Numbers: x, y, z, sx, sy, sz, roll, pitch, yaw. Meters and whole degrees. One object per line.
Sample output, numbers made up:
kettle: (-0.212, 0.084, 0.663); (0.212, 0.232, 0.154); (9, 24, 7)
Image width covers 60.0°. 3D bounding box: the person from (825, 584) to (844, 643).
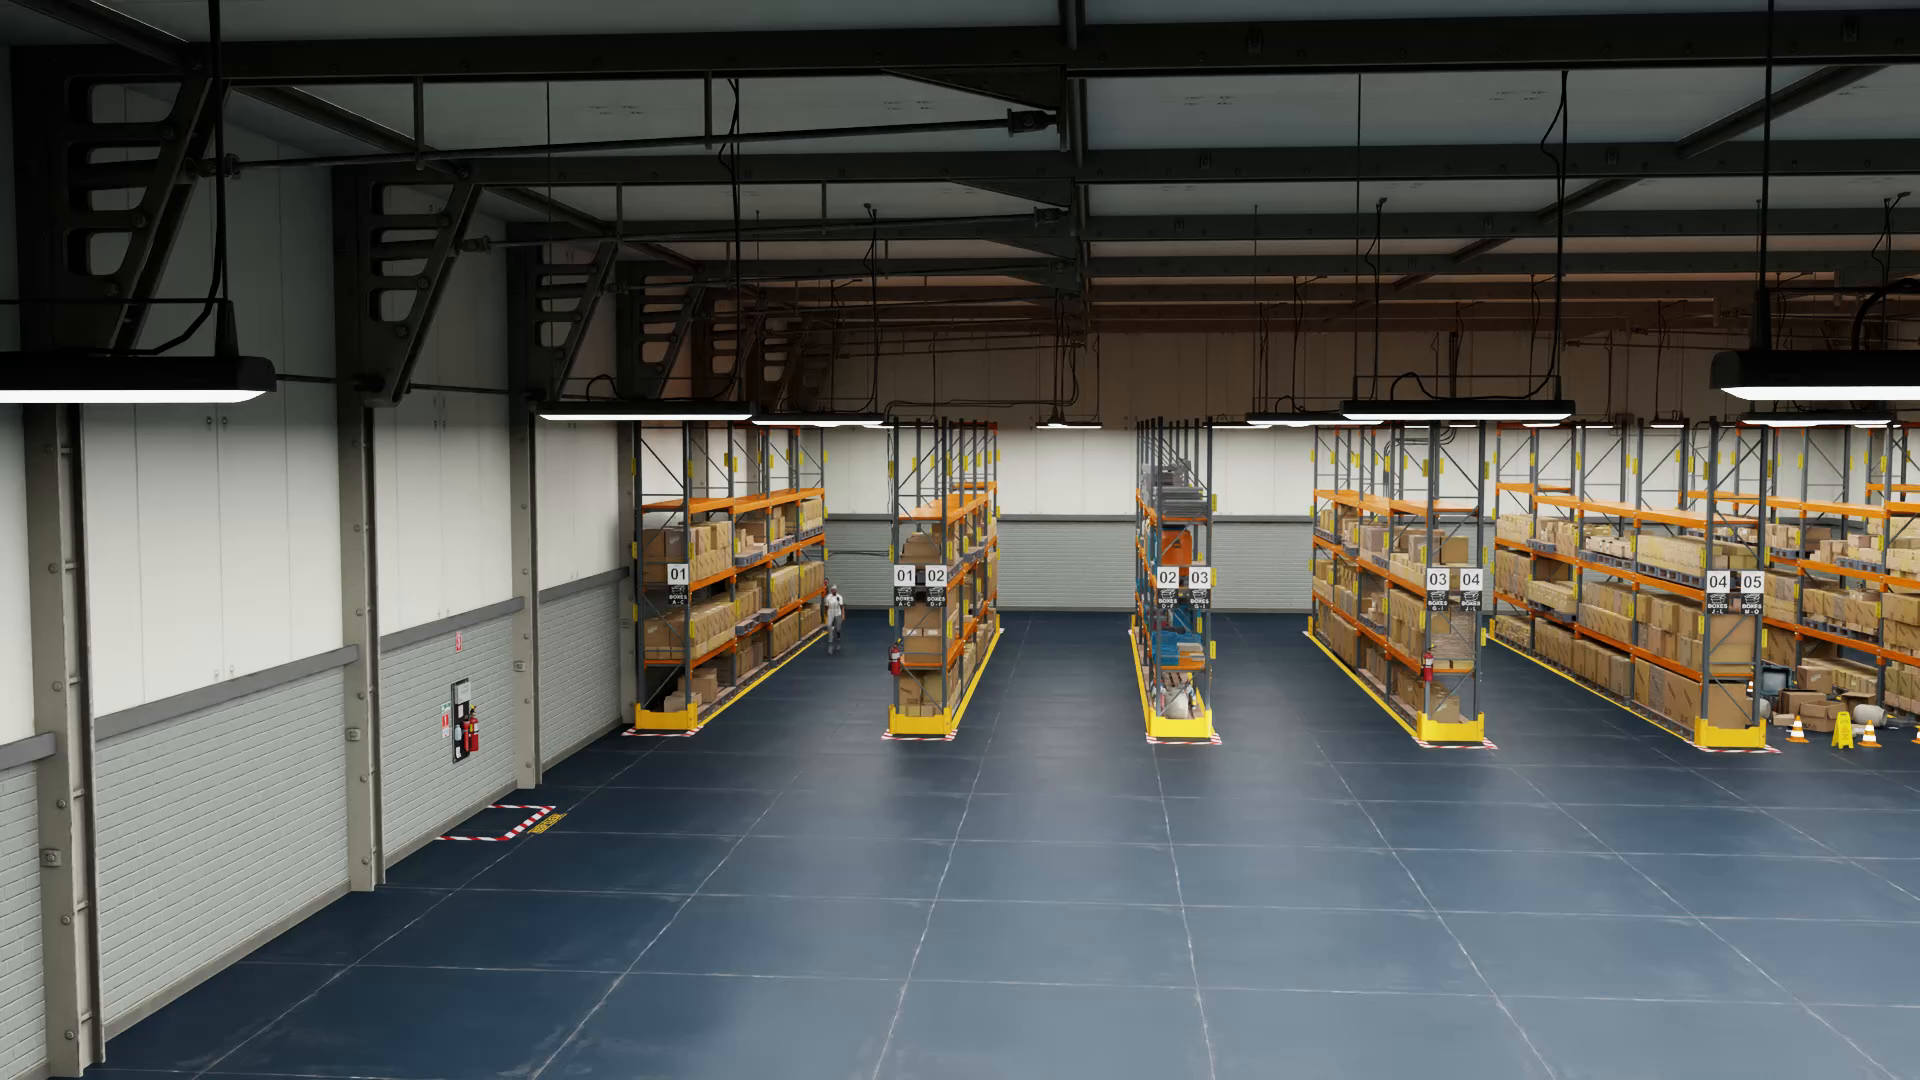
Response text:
person: (-3.240, 1.892, 43.020); (0.536, 1.521, 1.036); (0, 4, 2)
